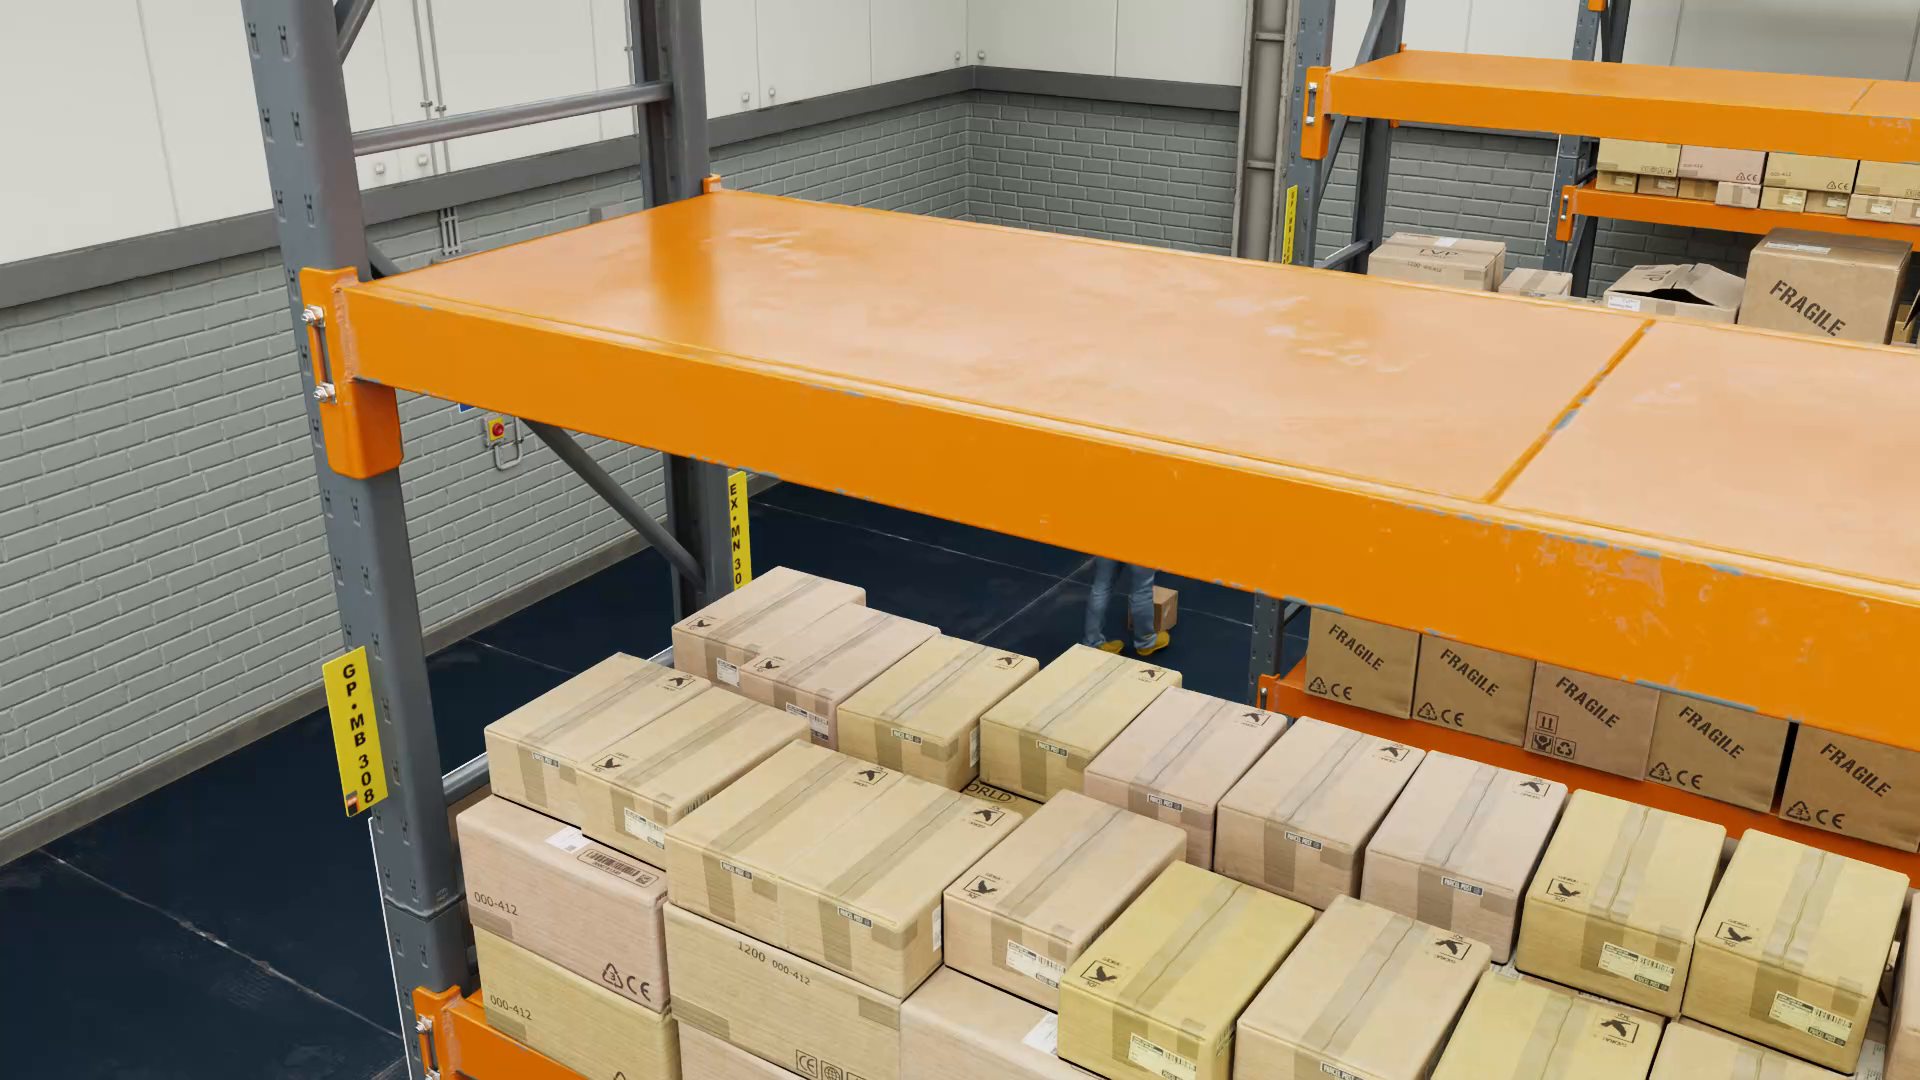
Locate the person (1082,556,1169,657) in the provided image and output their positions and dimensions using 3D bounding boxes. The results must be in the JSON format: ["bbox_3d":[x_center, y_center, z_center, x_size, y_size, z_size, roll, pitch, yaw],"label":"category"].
[{"bbox_3d":[1.102,-0.077,10.715,0.581,1.767,0.602,19,30,38],"label":"person"}]
